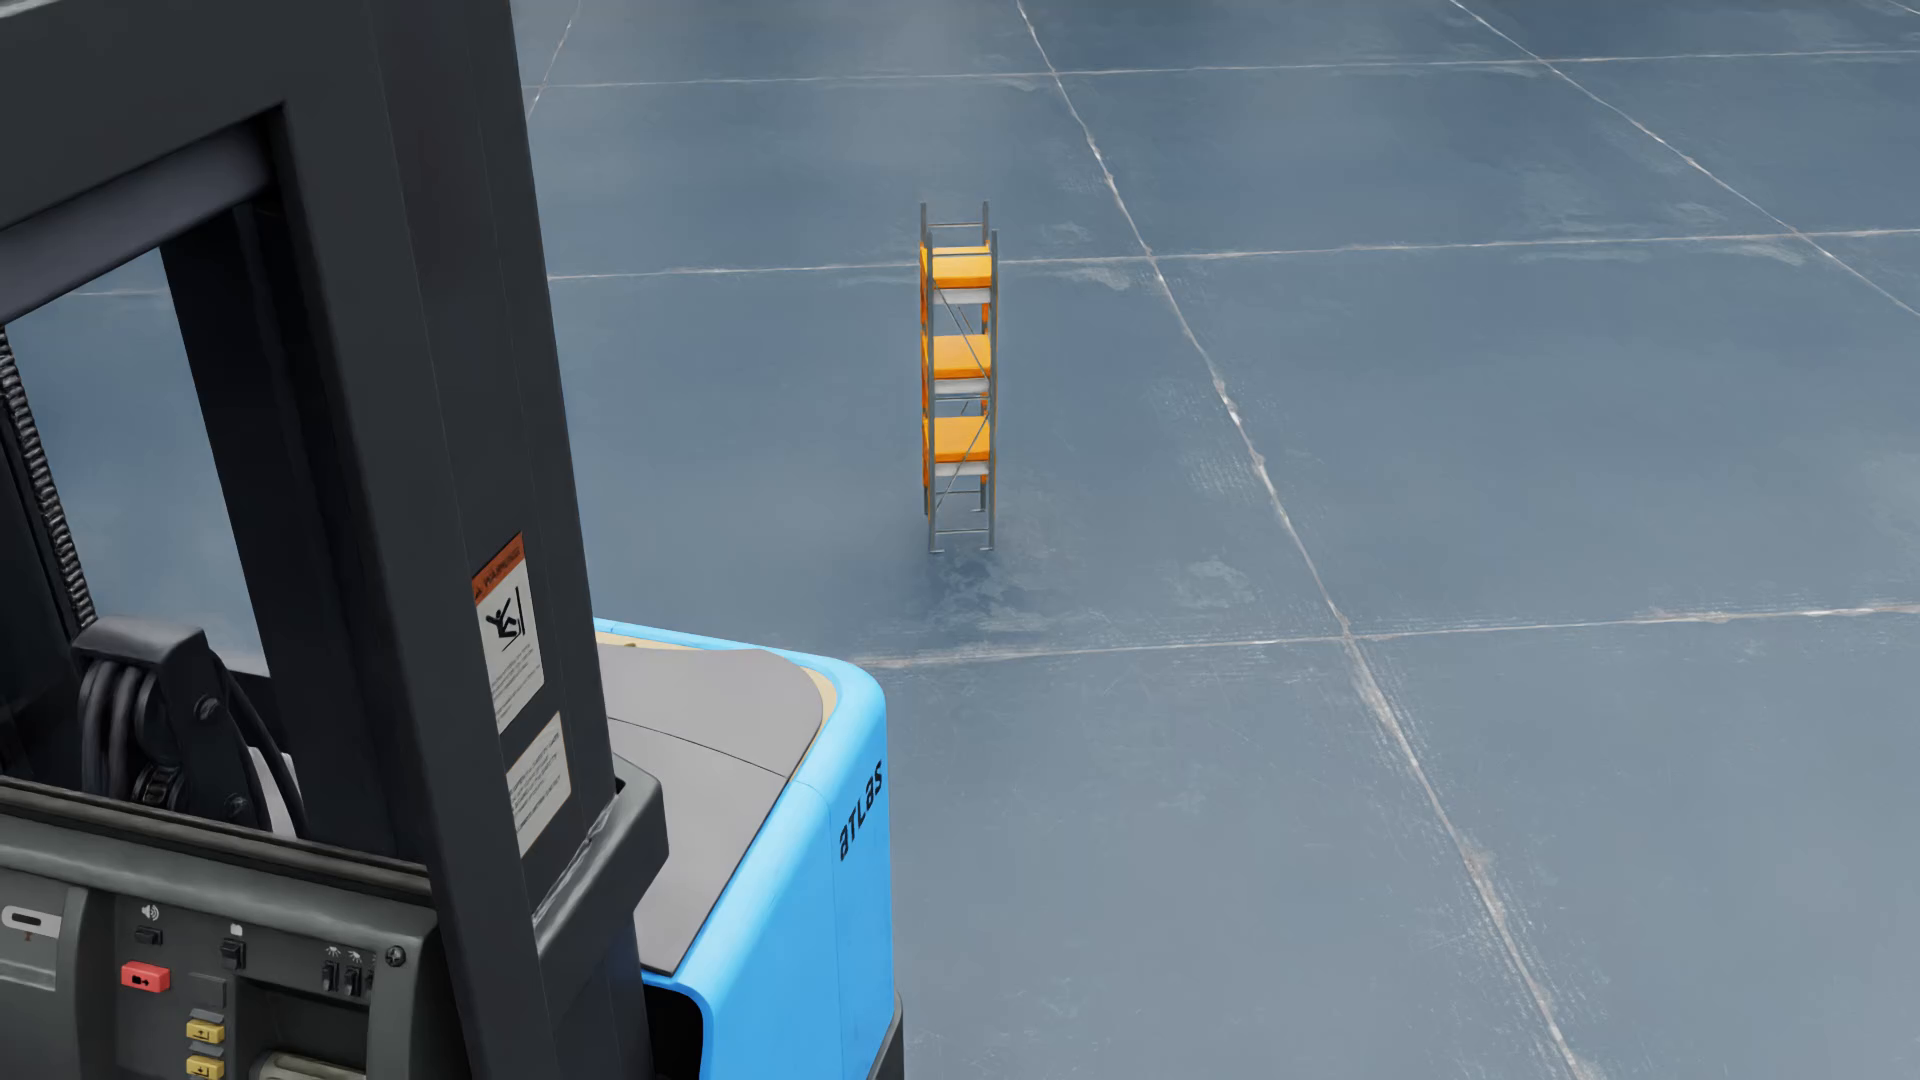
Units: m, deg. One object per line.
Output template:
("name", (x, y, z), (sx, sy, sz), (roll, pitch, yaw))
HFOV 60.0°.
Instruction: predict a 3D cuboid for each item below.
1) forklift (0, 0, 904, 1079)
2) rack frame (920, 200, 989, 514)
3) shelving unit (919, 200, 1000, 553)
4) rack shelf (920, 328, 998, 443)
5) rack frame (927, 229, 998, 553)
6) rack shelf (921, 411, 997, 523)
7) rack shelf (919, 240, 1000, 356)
("forklift", (-1.009, 0.530, 1.504), (1.130, 2.935, 3.031), (8, 32, 14))
("rack frame", (-0.016, -0.540, 5.131), (0.200, 1.050, 0.008), (-3, 31, -5))
("shelving unit", (-0.005, -0.478, 5.027), (0.215, 1.050, 0.252), (-3, 31, -5))
("rack shelf", (-0.005, -0.469, 5.032), (0.215, 0.259, 0.240), (-3, 31, -5))
("rack frame", (0.006, -0.416, 4.922), (0.200, 1.050, 0.008), (-3, 31, -5))
("rack shelf", (-0.005, -0.230, 5.174), (0.215, 0.259, 0.240), (-3, 31, -5))
("rack shelf", (-0.005, -0.713, 4.886), (0.215, 0.259, 0.240), (-3, 31, -5))
